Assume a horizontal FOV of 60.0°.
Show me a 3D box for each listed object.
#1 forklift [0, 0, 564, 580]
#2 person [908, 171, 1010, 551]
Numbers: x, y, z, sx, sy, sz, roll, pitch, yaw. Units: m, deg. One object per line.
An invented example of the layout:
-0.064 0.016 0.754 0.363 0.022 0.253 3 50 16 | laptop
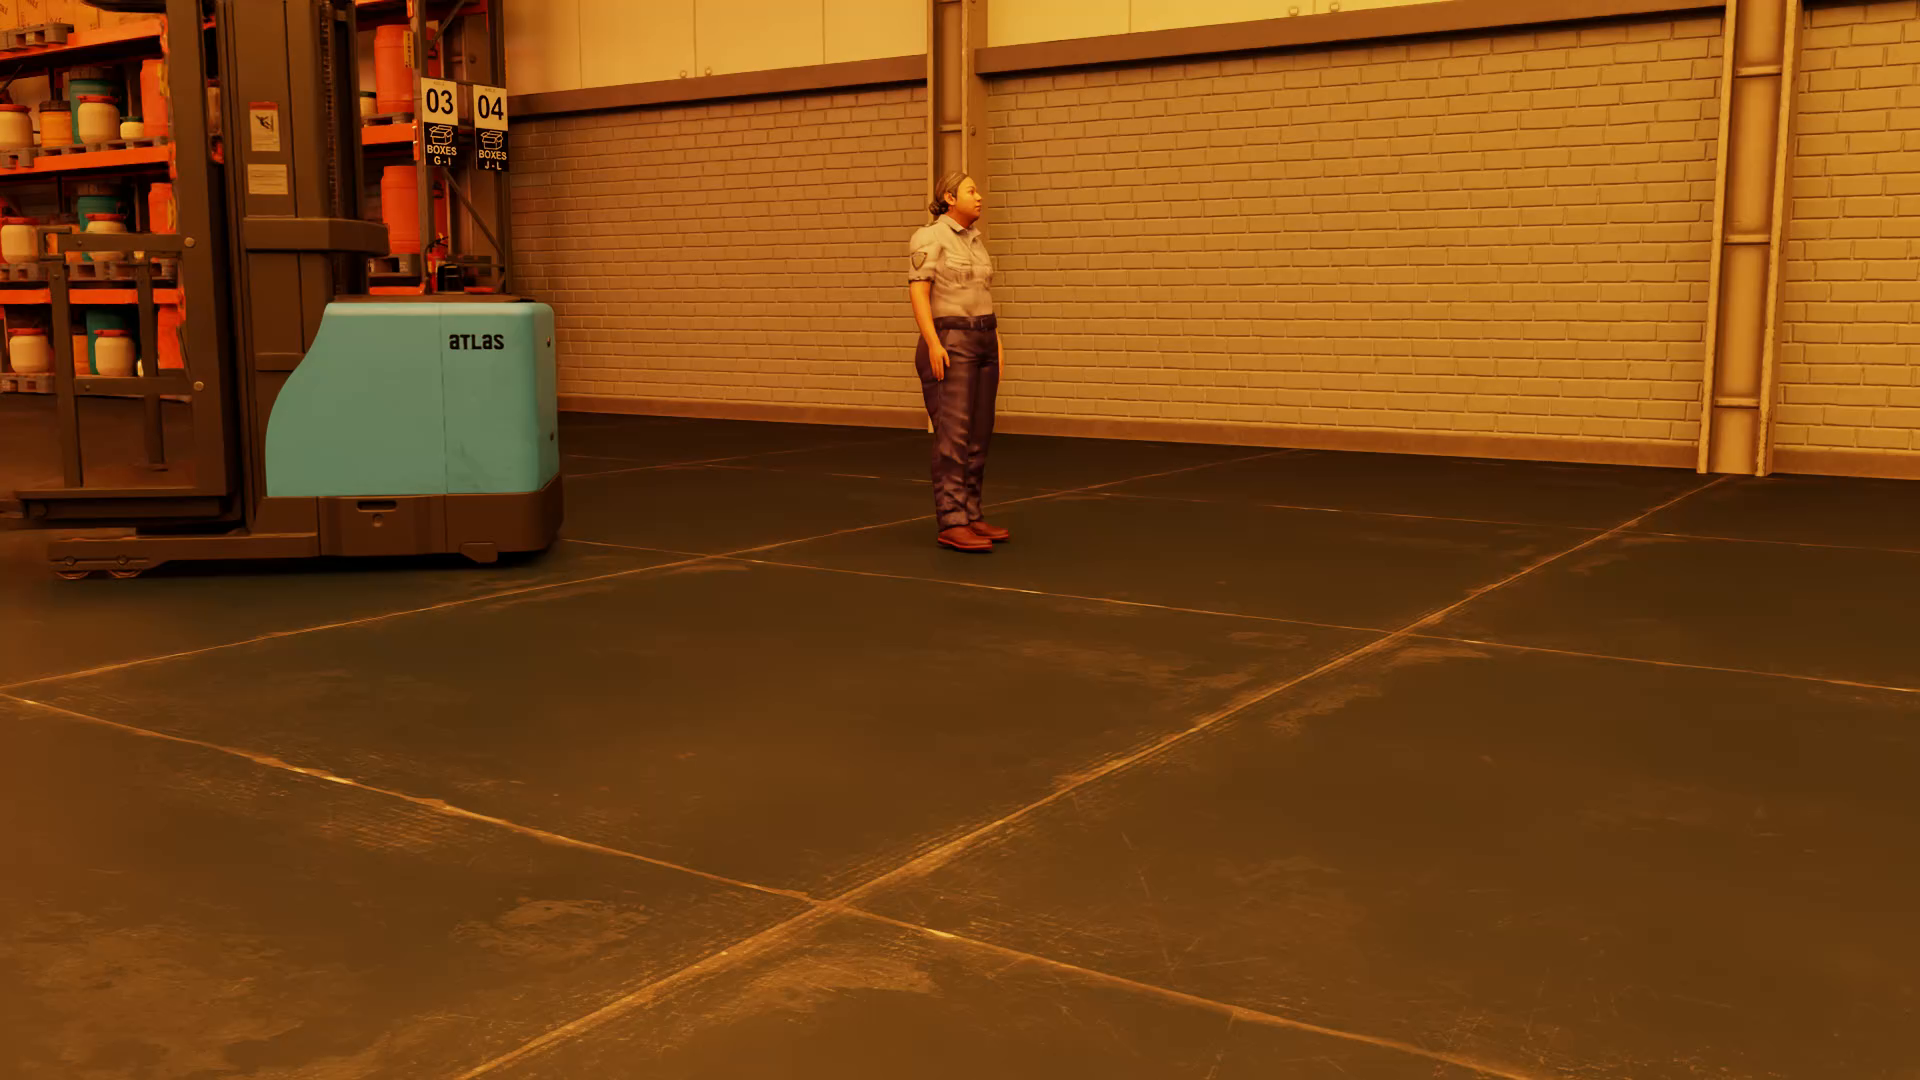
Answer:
-3.269 -1.375 6.861 3.031 2.935 1.130 -1 8 -8 | forklift
0.061 -0.809 7.419 0.503 1.640 0.598 5 10 34 | person
